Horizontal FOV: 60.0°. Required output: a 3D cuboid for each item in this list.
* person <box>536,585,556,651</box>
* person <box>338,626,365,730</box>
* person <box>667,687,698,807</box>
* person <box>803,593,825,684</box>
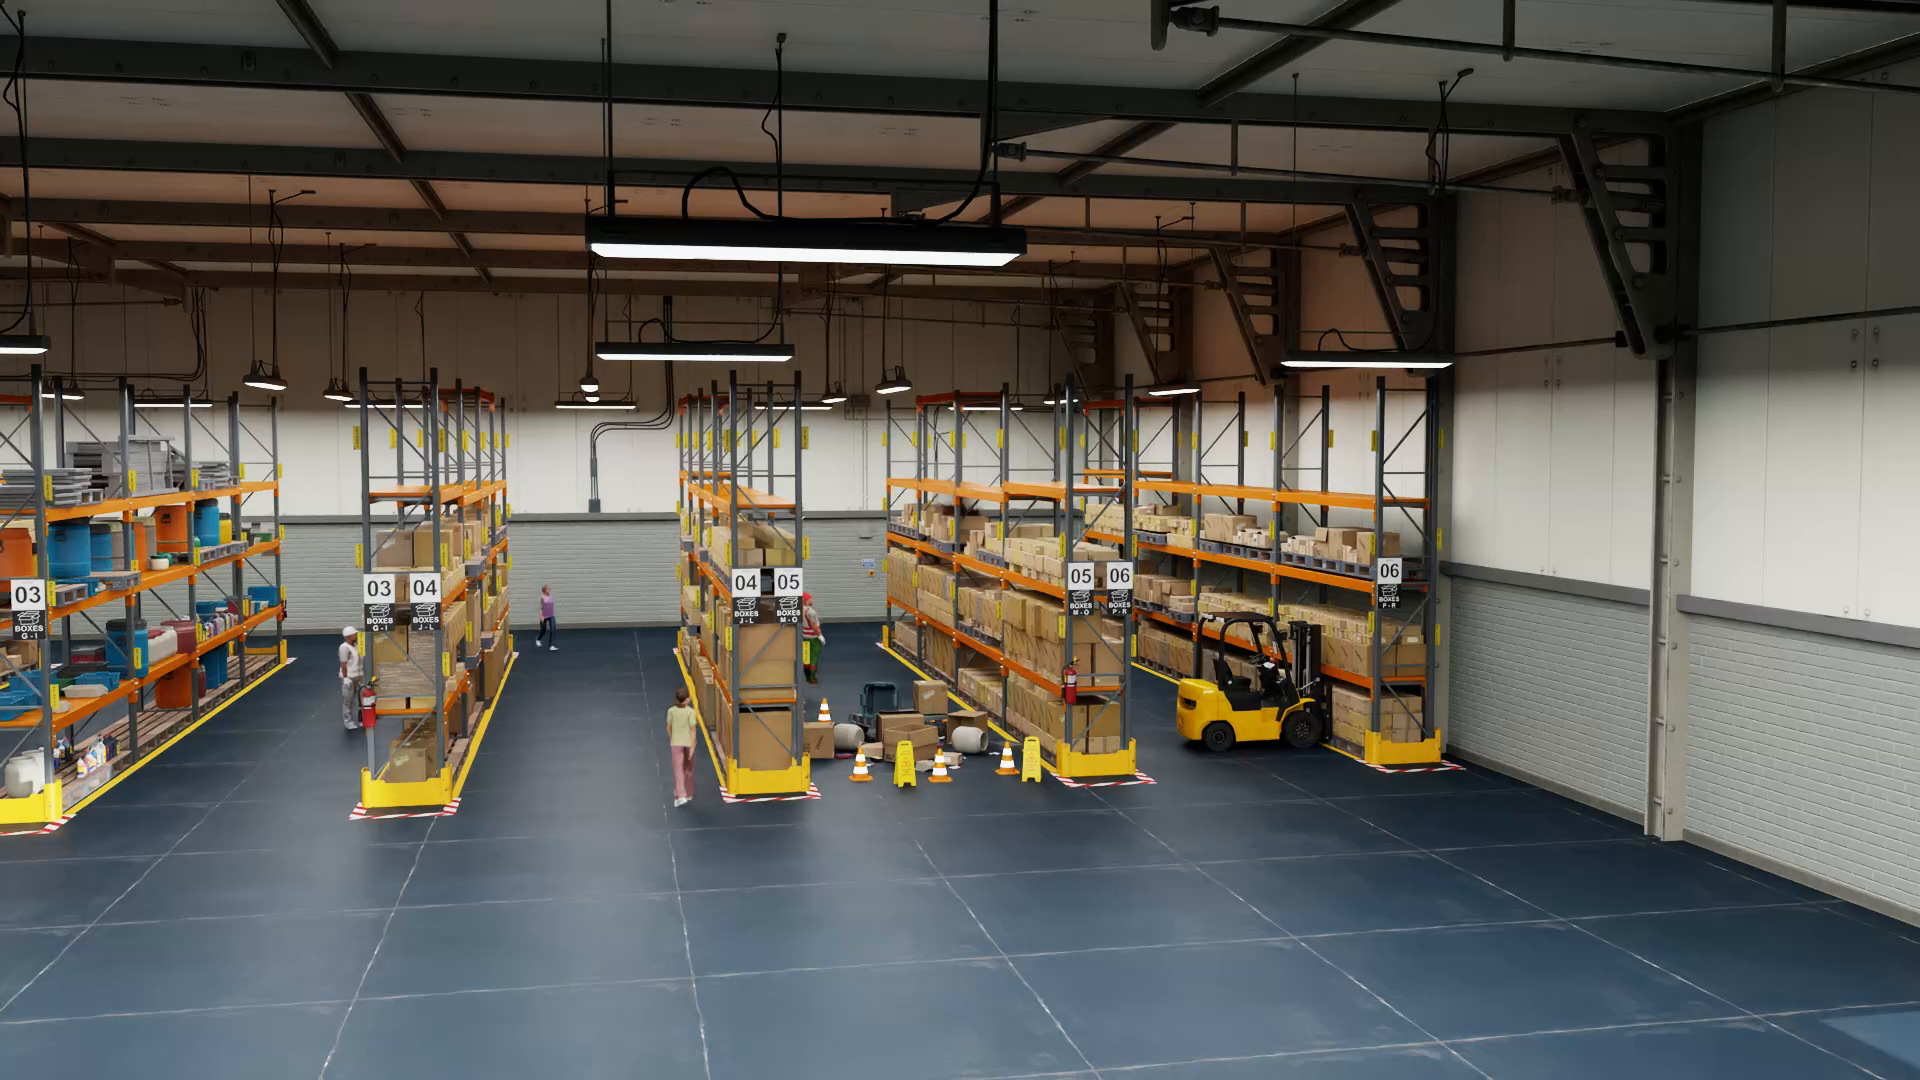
[{"bbox_3d":[-9.906,1.845,39.817,0.421,1.562,0.749,-2,4,-34],"label":"person"},{"bbox_3d":[-10.560,2.393,28.960,0.480,1.787,0.626,1,4,19],"label":"person"},{"bbox_3d":[-3.804,2.827,22.817,0.414,1.629,1.005,-1,4,-16],"label":"person"},{"bbox_3d":[-2.877,1.912,32.504,0.595,1.779,0.556,2,4,33],"label":"person"}]
